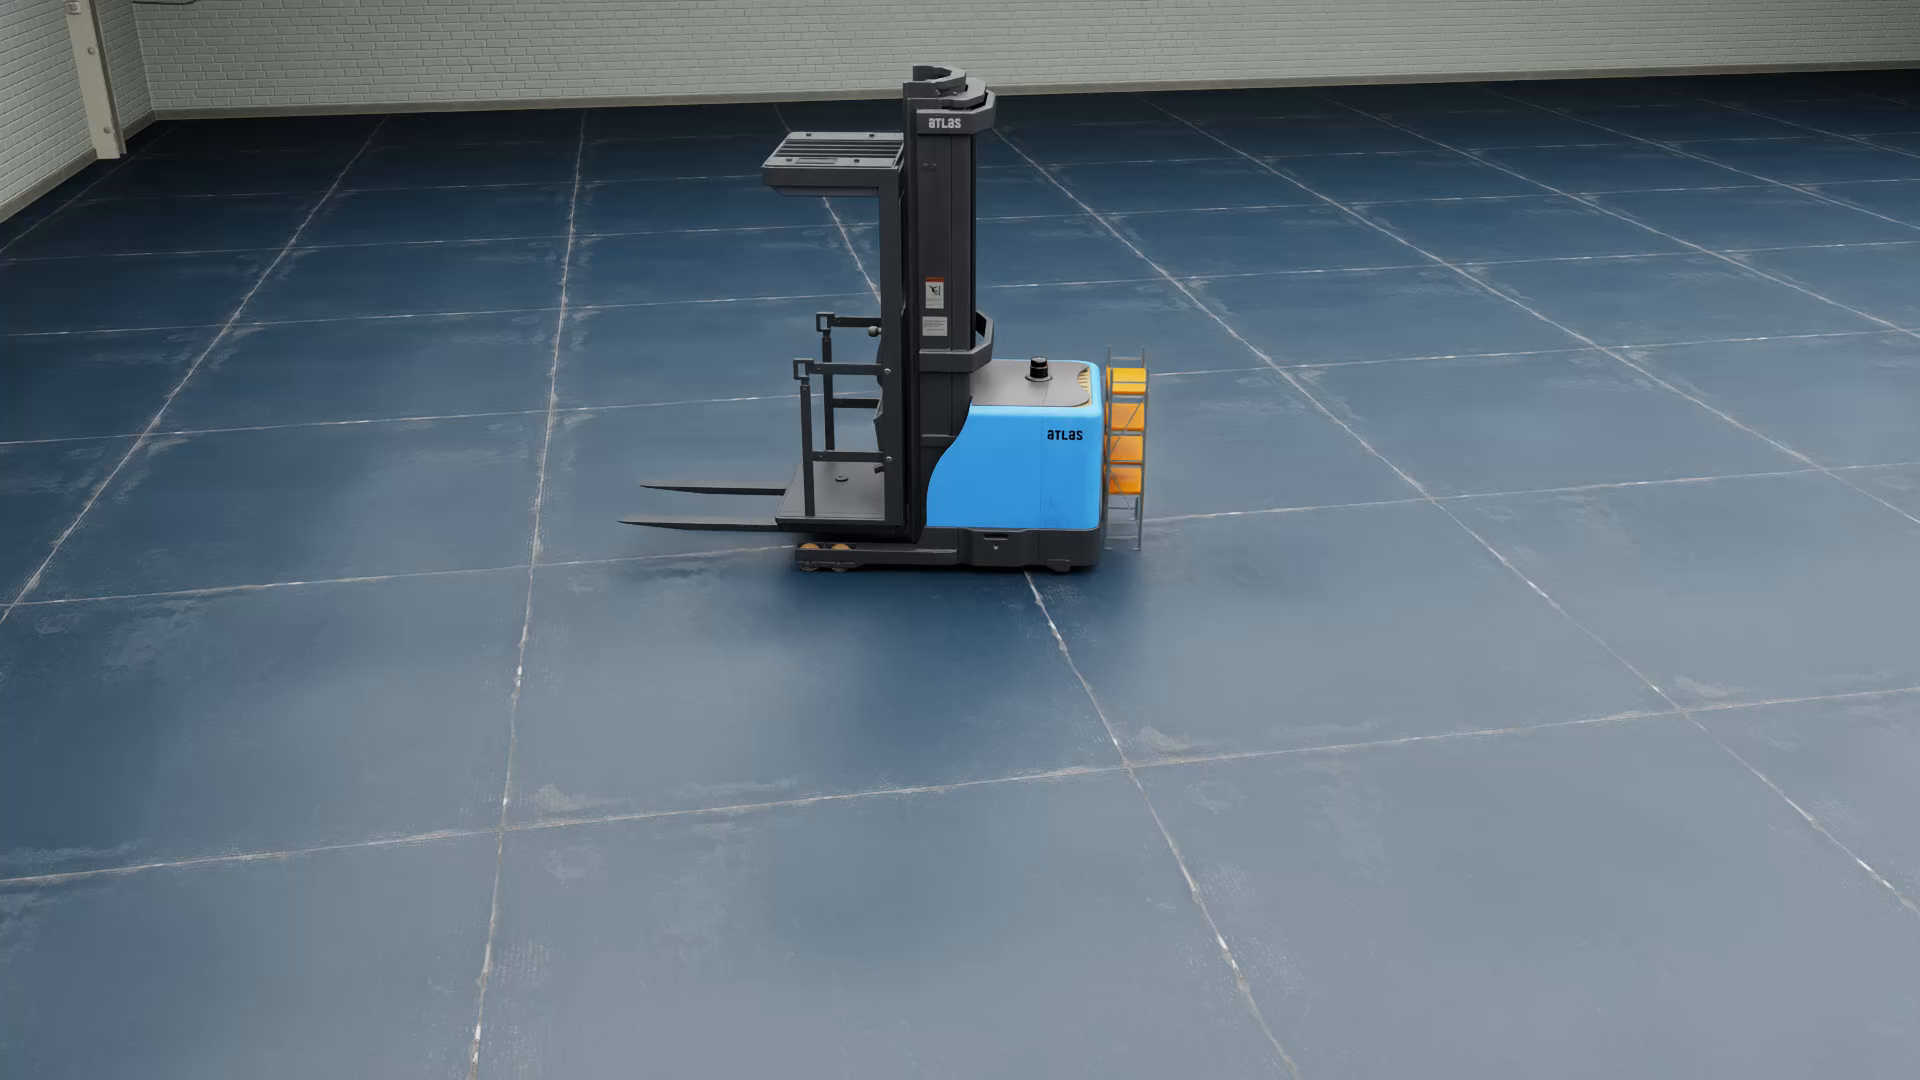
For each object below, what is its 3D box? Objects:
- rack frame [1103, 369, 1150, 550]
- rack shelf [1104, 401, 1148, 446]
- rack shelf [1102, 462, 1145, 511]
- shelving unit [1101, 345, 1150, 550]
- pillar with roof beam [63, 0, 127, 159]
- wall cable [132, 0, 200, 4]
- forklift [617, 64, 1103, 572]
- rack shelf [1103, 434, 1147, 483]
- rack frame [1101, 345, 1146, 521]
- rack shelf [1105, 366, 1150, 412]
[{"bbox_3d":[1.035,-0.489,10.371,0.240,1.200,0.015,1,24,3],"label":"rack frame"},{"bbox_3d":[1.048,-0.730,10.532,0.258,0.148,0.480,1,24,3],"label":"rack shelf"},{"bbox_3d":[1.048,-0.343,10.701,0.258,0.148,0.480,1,24,3],"label":"rack shelf"},{"bbox_3d":[1.048,-0.587,10.595,0.258,1.200,0.503,1,24,3],"label":"shelving unit"},{"bbox_3d":[-7.420,-9.714,21.748,9.100,9.000,0.400,-4,24,-10],"label":"pillar with roof beam"},{"bbox_3d":[-10.896,-9.229,24.517,3.097,2.526,0.112,-4,24,-10],"label":"wall cable"},{"bbox_3d":[-0.628,-1.357,10.196,3.031,2.935,1.130,1,24,3],"label":"forklift"},{"bbox_3d":[1.048,-0.525,10.621,0.258,0.148,0.480,1,24,3],"label":"rack shelf"},{"bbox_3d":[1.061,-0.684,10.818,0.240,1.200,0.015,1,24,3],"label":"rack frame"},{"bbox_3d":[1.048,-0.947,10.437,0.258,0.148,0.480,1,24,3],"label":"rack shelf"}]
